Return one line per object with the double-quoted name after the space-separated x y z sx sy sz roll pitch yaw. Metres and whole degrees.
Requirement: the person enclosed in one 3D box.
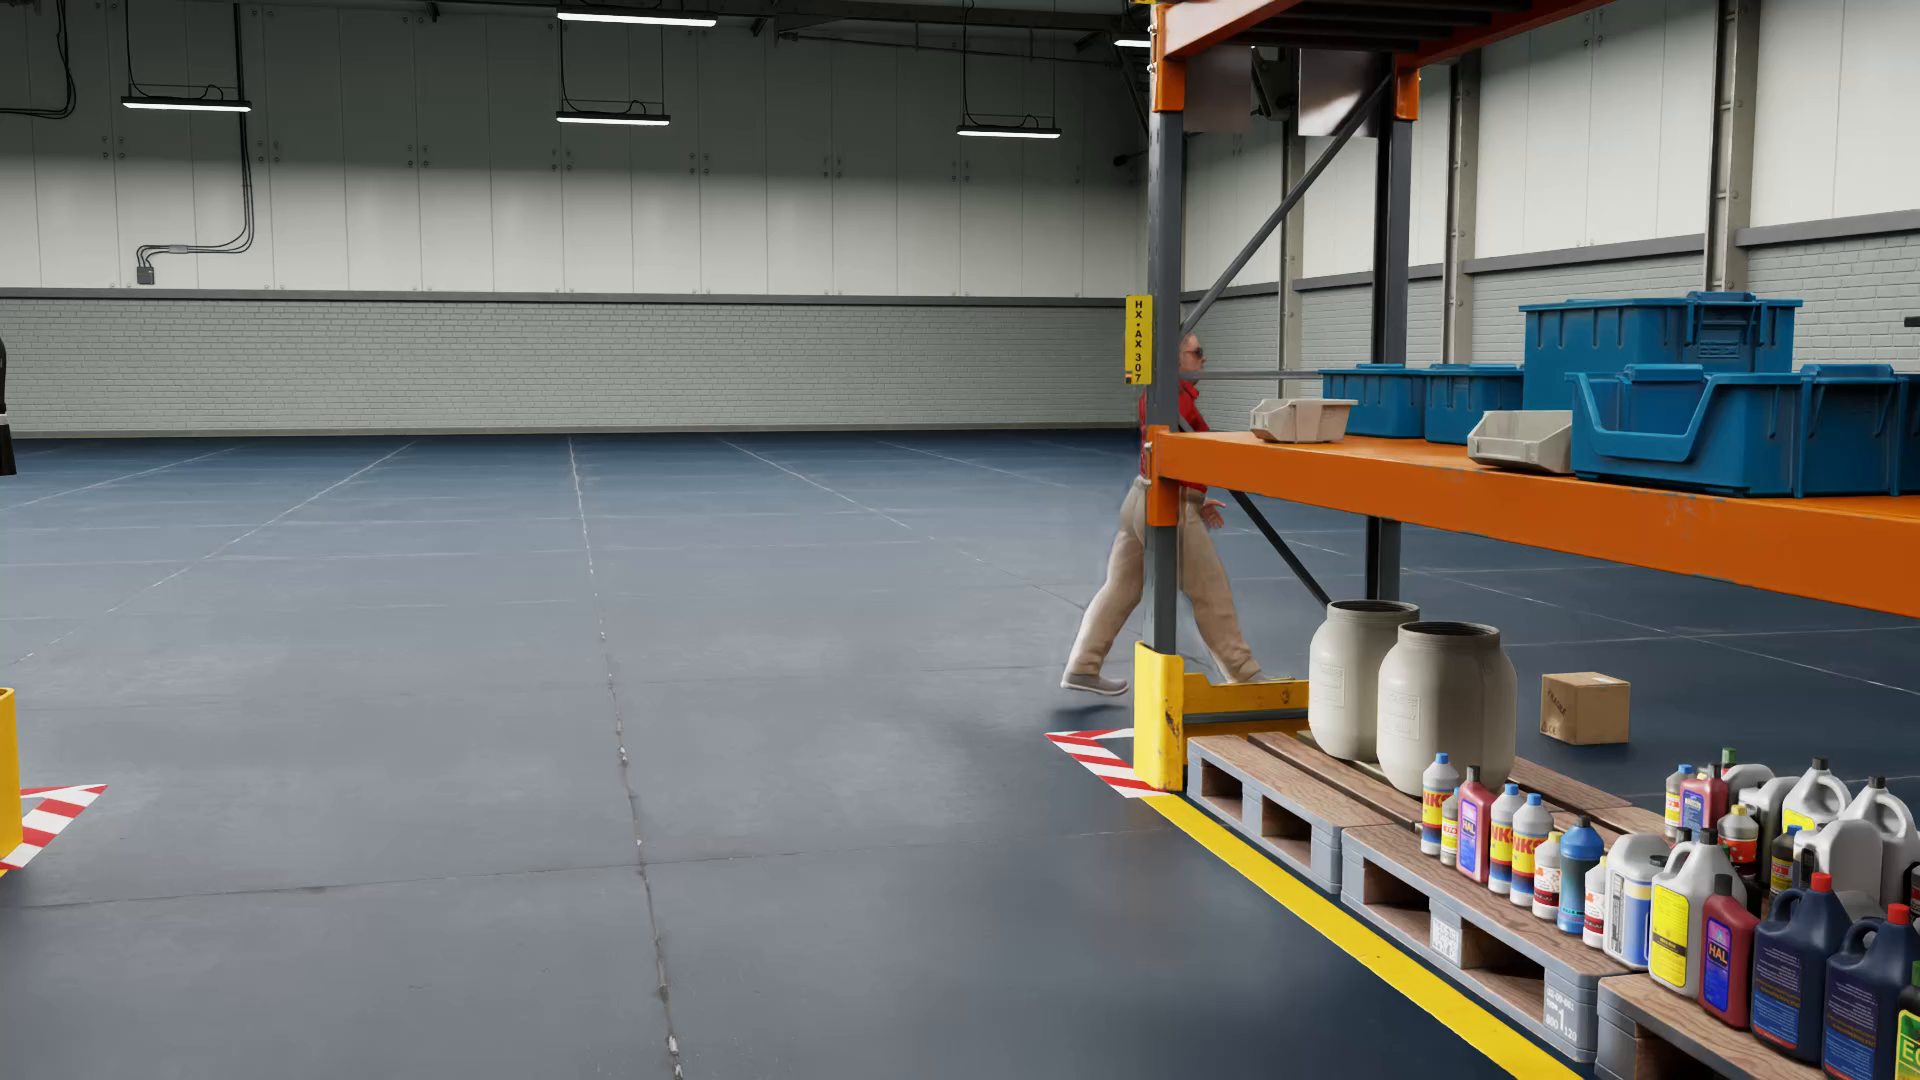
1.000 -0.115 7.502 1.053 1.660 0.587 -1 6 -12 "person"
